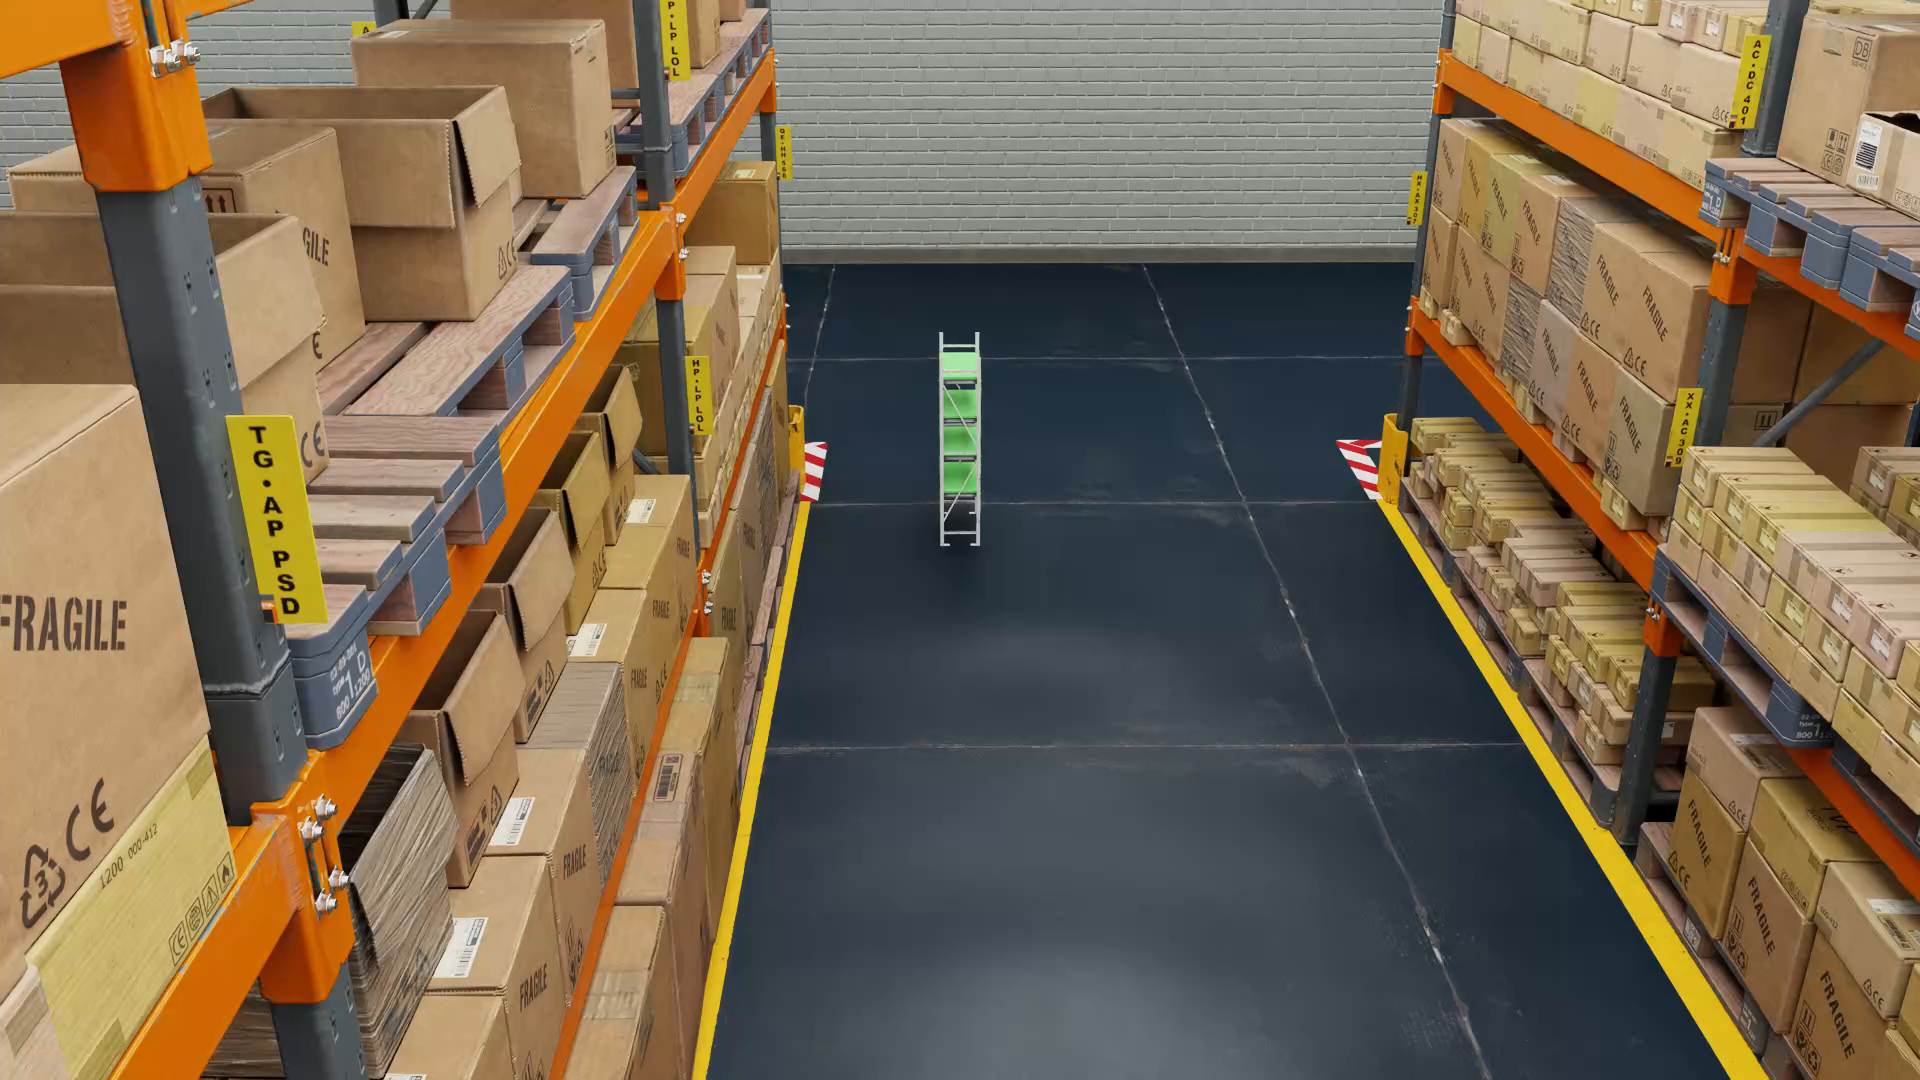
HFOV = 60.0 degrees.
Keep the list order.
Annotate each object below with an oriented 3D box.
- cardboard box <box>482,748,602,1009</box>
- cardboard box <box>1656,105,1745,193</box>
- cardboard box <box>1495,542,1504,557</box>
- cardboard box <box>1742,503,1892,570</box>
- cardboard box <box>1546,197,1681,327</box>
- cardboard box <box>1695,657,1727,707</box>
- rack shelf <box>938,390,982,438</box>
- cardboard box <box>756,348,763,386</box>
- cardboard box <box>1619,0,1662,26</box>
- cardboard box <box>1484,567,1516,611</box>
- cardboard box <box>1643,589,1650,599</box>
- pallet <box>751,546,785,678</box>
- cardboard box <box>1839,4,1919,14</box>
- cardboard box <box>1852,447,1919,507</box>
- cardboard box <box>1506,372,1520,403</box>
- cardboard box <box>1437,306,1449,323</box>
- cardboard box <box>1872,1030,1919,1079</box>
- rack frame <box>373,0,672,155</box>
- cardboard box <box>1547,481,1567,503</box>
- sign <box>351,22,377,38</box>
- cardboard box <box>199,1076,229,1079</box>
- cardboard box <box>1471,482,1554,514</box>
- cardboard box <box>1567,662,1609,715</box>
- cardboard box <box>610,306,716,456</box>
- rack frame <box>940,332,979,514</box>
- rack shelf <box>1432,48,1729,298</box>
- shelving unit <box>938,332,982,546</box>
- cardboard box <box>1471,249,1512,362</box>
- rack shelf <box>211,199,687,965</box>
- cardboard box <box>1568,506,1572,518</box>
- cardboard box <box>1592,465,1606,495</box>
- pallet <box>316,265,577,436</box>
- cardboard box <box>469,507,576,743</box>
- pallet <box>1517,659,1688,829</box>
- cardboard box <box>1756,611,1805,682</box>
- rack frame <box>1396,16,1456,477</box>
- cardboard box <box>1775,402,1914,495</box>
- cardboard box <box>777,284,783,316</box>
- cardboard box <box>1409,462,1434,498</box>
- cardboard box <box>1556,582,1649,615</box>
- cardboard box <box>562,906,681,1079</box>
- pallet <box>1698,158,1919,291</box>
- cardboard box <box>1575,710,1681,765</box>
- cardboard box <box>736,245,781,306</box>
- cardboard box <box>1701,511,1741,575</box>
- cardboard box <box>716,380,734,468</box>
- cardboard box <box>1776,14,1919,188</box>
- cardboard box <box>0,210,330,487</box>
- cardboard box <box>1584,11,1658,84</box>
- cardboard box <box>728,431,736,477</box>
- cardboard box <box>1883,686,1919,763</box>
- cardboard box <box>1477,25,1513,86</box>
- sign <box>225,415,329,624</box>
[{"bbox_3d":[-1.280,0.908,4.482,0.500,0.500,0.500,-1,24,-2],"label":"cardboard box"},{"bbox_3d":[3.112,-1.550,6.579,0.500,0.250,0.500,0,24,1],"label":"cardboard box"},{"bbox_3d":[3.167,0.030,9.132,0.380,0.149,0.250,1,24,2],"label":"cardboard box"},{"bbox_3d":[2.941,-0.014,5.714,0.380,0.149,0.250,0,24,0],"label":"cardboard box"},{"bbox_3d":[3.110,-1.304,7.797,0.500,0.500,0.500,0,24,1],"label":"cardboard box"},{"bbox_3d":[3.611,0.667,7.725,0.380,0.149,0.250,0,24,0],"label":"cardboard box"},{"bbox_3d":[-0.002,-0.775,10.081,0.258,0.148,0.480,0,24,-1],"label":"rack shelf"},{"bbox_3d":[-1.267,-0.931,8.973,0.380,0.149,0.250,0,24,0],"label":"cardboard box"},{"bbox_3d":[3.092,-2.316,7.182,0.380,0.149,0.250,-1,24,-3],"label":"cardboard box"},{"bbox_3d":[3.060,0.263,8.977,0.380,0.149,0.250,0,24,-1],"label":"cardboard box"},{"bbox_3d":[3.570,0.318,8.135,0.380,0.149,0.250,-1,24,-2],"label":"cardboard box"},{"bbox_3d":[-1.519,0.383,9.147,1.003,0.211,1.213,0,24,-1],"label":"pallet"},{"bbox_3d":[3.657,-1.992,6.465,0.380,0.149,0.250,-1,24,-3],"label":"cardboard box"},{"bbox_3d":[3.587,-0.234,6.201,0.380,0.149,0.250,1,24,2],"label":"cardboard box"},{"bbox_3d":[3.088,-0.807,8.699,0.380,0.149,0.250,1,24,1],"label":"cardboard box"},{"bbox_3d":[3.064,-1.345,9.888,0.380,0.149,0.250,1,24,1],"label":"cardboard box"},{"bbox_3d":[3.139,1.843,5.058,0.500,0.500,0.500,-1,24,-3],"label":"cardboard box"},{"bbox_3d":[-1.573,-2.803,5.528,1.000,3.000,0.127,0,24,-1],"label":"rack frame"},{"bbox_3d":[3.618,-0.328,9.564,0.380,0.149,0.250,-1,24,-3],"label":"cardboard box"},{"bbox_3d":[-2.128,-1.705,6.017,0.100,0.325,0.005,0,24,-1],"label":"sign"},{"bbox_3d":[-1.782,1.330,3.547,0.500,0.500,0.500,0,24,1],"label":"cardboard box"},{"bbox_3d":[3.087,-0.211,9.305,0.380,0.149,0.250,1,24,2],"label":"cardboard box"},{"bbox_3d":[3.051,0.682,7.692,0.380,0.149,0.250,-1,24,-3],"label":"cardboard box"},{"bbox_3d":[-1.322,-0.677,7.019,0.500,0.500,0.500,0,24,-1],"label":"cardboard box"},{"bbox_3d":[-0.004,-0.715,10.376,0.240,1.200,0.015,0,24,-1],"label":"rack frame"},{"bbox_3d":[3.366,-1.914,8.074,1.077,0.370,4.000,0,24,-1],"label":"rack shelf"},{"bbox_3d":[-0.002,-0.615,10.154,0.258,1.200,0.503,0,24,-1],"label":"shelving unit"},{"bbox_3d":[3.097,-1.271,8.939,0.500,0.500,0.500,0,24,0],"label":"cardboard box"},{"bbox_3d":[-1.551,-0.285,4.473,1.077,0.370,4.000,0,24,-1],"label":"rack shelf"},{"bbox_3d":[3.661,-0.083,9.383,0.380,0.149,0.250,0,24,0],"label":"cardboard box"},{"bbox_3d":[3.096,-0.269,7.509,0.380,0.149,0.250,1,24,2],"label":"cardboard box"},{"bbox_3d":[-1.605,-0.428,4.146,1.003,0.211,1.213,1,24,2],"label":"pallet"},{"bbox_3d":[-1.539,0.229,4.764,0.797,0.503,0.637,1,24,1],"label":"cardboard box"},{"bbox_3d":[3.345,0.943,7.908,1.003,0.211,1.213,0,24,-1],"label":"pallet"},{"bbox_3d":[2.942,0.358,5.615,0.380,0.149,0.250,0,24,0],"label":"cardboard box"},{"bbox_3d":[3.344,-1.699,10.366,1.000,3.000,0.127,0,24,-1],"label":"rack frame"},{"bbox_3d":[3.634,-0.437,7.094,0.500,0.500,0.500,-1,24,-2],"label":"cardboard box"},{"bbox_3d":[-1.283,-1.458,10.140,0.380,0.149,0.250,0,24,0],"label":"cardboard box"},{"bbox_3d":[3.030,-0.374,10.387,0.380,0.149,0.250,0,24,1],"label":"cardboard box"},{"bbox_3d":[3.147,0.326,8.118,0.380,0.149,0.250,1,24,1],"label":"cardboard box"},{"bbox_3d":[-1.518,1.703,4.913,1.225,0.875,0.875,0,24,0],"label":"cardboard box"},{"bbox_3d":[3.288,-1.077,5.579,1.213,0.211,1.003,0,24,-1],"label":"pallet"},{"bbox_3d":[3.043,0.897,7.577,0.380,0.149,0.250,0,24,0],"label":"cardboard box"},{"bbox_3d":[-1.346,-1.587,9.940,0.500,0.250,0.500,-1,24,-1],"label":"cardboard box"},{"bbox_3d":[2.937,0.008,6.026,0.380,0.149,0.250,-1,24,-2],"label":"cardboard box"},{"bbox_3d":[-1.317,-0.537,7.618,0.500,0.250,0.500,0,24,-1],"label":"cardboard box"},{"bbox_3d":[3.282,-1.498,5.650,0.700,0.500,0.500,0,24,0],"label":"cardboard box"},{"bbox_3d":[-1.608,-0.278,2.949,0.797,0.503,0.637,1,24,3],"label":"cardboard box"},{"bbox_3d":[3.124,-2.195,7.399,0.500,0.250,0.500,1,24,2],"label":"cardboard box"},{"bbox_3d":[-1.254,-0.404,7.808,0.380,0.149,0.250,-1,24,-2],"label":"cardboard box"},{"bbox_3d":[2.951,0.546,4.837,0.380,0.149,0.250,-1,24,-2],"label":"cardboard box"},{"bbox_3d":[3.095,-2.594,8.888,0.500,0.250,0.500,1,24,1],"label":"cardboard box"},{"bbox_3d":[-0.987,-0.026,2.399,0.100,0.325,0.005,0,24,-1],"label":"sign"}]
